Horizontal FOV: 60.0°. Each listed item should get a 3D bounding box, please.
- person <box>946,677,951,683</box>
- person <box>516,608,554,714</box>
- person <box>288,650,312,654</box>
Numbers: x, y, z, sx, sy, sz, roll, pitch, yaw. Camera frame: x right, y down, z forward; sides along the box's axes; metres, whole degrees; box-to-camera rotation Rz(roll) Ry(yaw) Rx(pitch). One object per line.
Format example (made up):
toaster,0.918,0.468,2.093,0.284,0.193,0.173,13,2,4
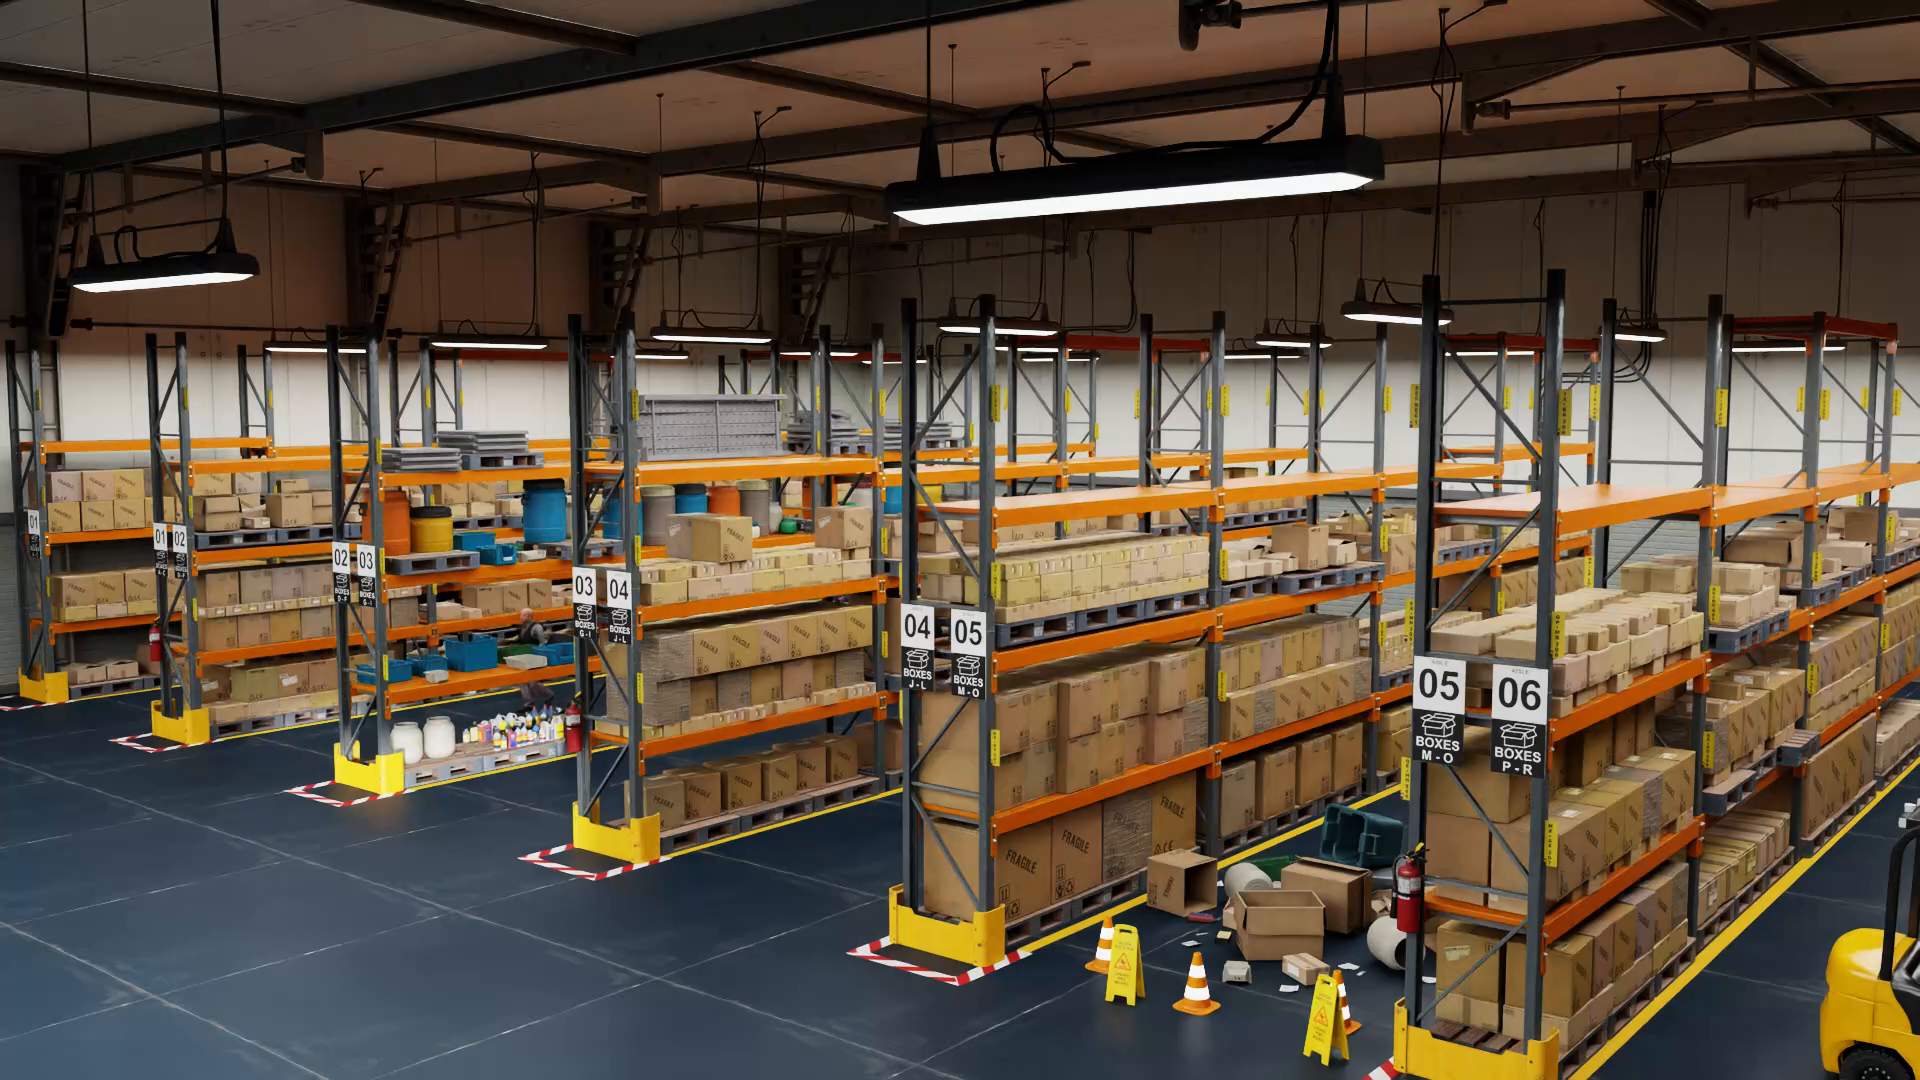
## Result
person,-0.110,2.509,20.408,0.513,1.672,0.512,-4,7,-39
person,-6.832,1.925,26.716,0.633,1.707,0.601,4,7,40
person,-11.601,1.706,29.360,0.528,1.591,1.079,1,5,13
